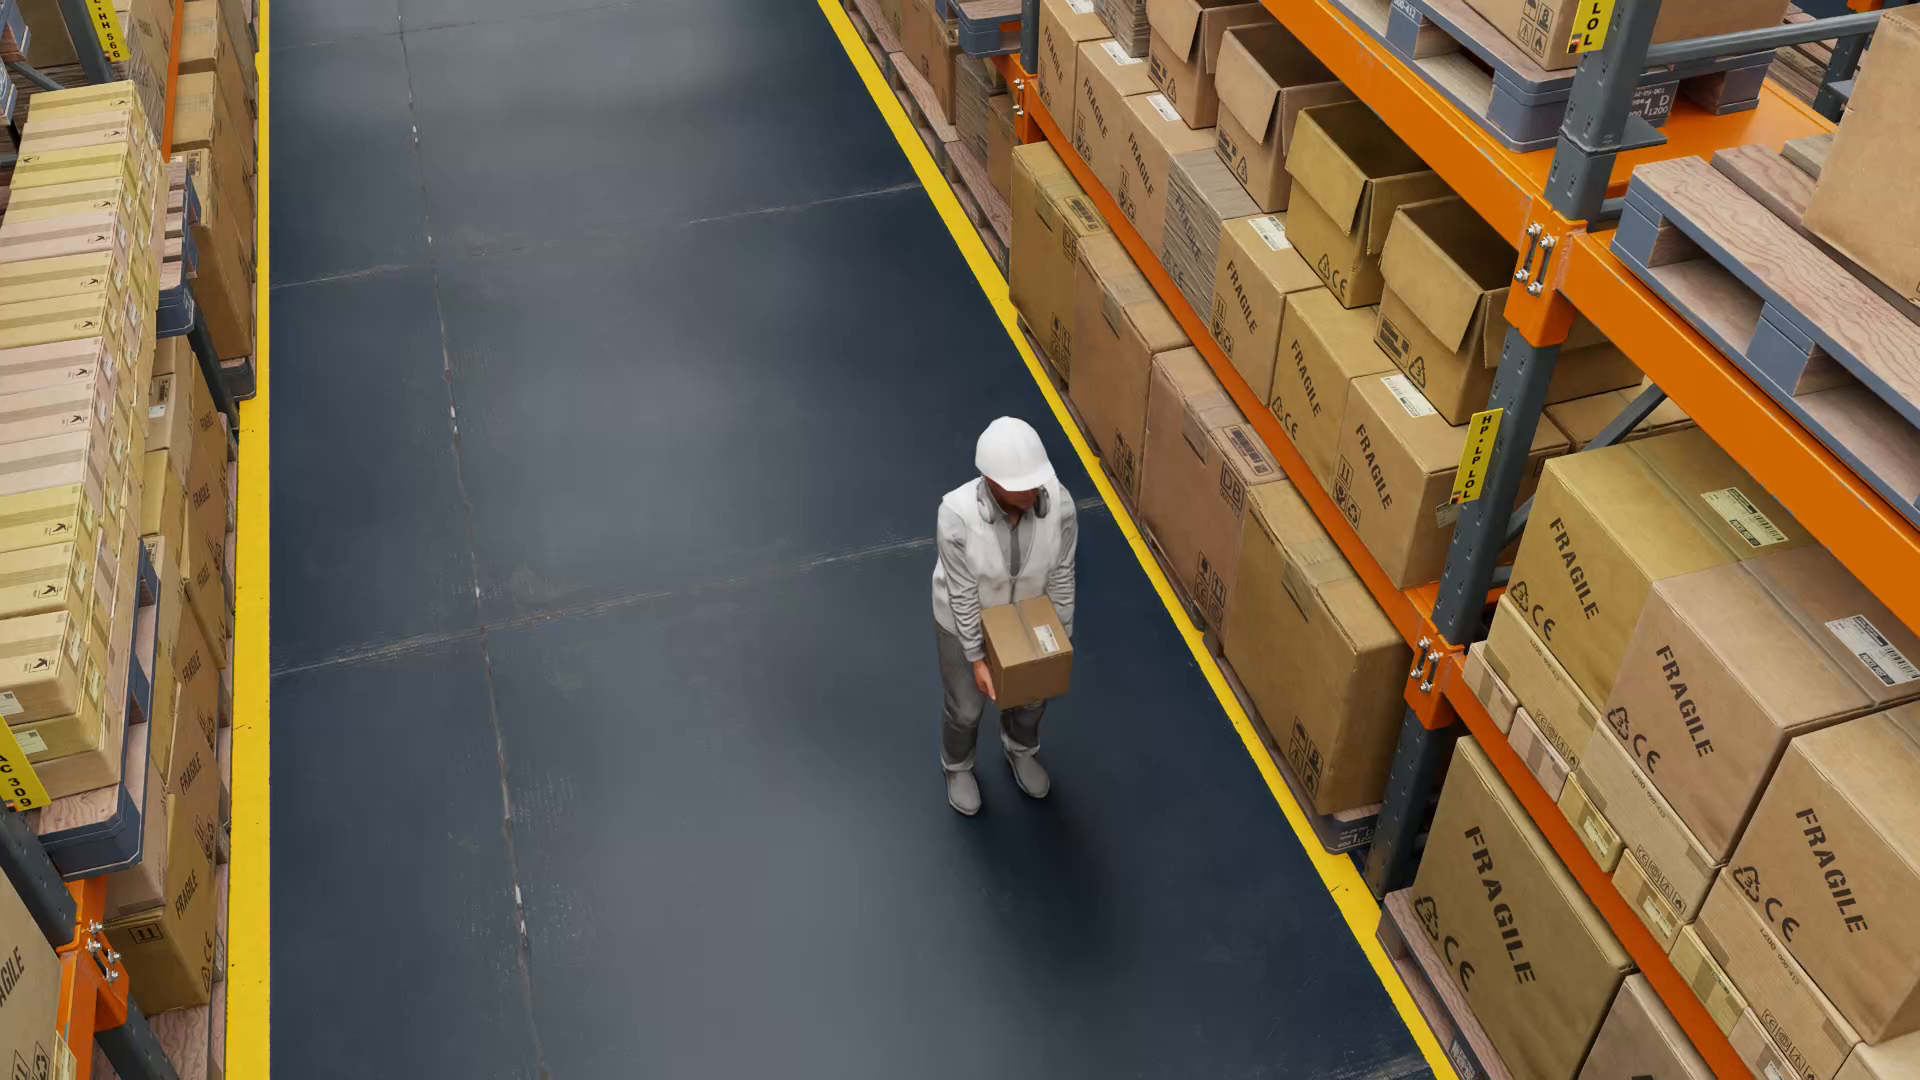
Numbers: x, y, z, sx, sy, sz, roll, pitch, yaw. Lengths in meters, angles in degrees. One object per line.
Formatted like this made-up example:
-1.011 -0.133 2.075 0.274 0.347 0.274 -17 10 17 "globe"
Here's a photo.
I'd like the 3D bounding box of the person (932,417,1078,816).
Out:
0.154 0.308 5.806 0.462 1.768 0.568 -13 43 -14 "person"
